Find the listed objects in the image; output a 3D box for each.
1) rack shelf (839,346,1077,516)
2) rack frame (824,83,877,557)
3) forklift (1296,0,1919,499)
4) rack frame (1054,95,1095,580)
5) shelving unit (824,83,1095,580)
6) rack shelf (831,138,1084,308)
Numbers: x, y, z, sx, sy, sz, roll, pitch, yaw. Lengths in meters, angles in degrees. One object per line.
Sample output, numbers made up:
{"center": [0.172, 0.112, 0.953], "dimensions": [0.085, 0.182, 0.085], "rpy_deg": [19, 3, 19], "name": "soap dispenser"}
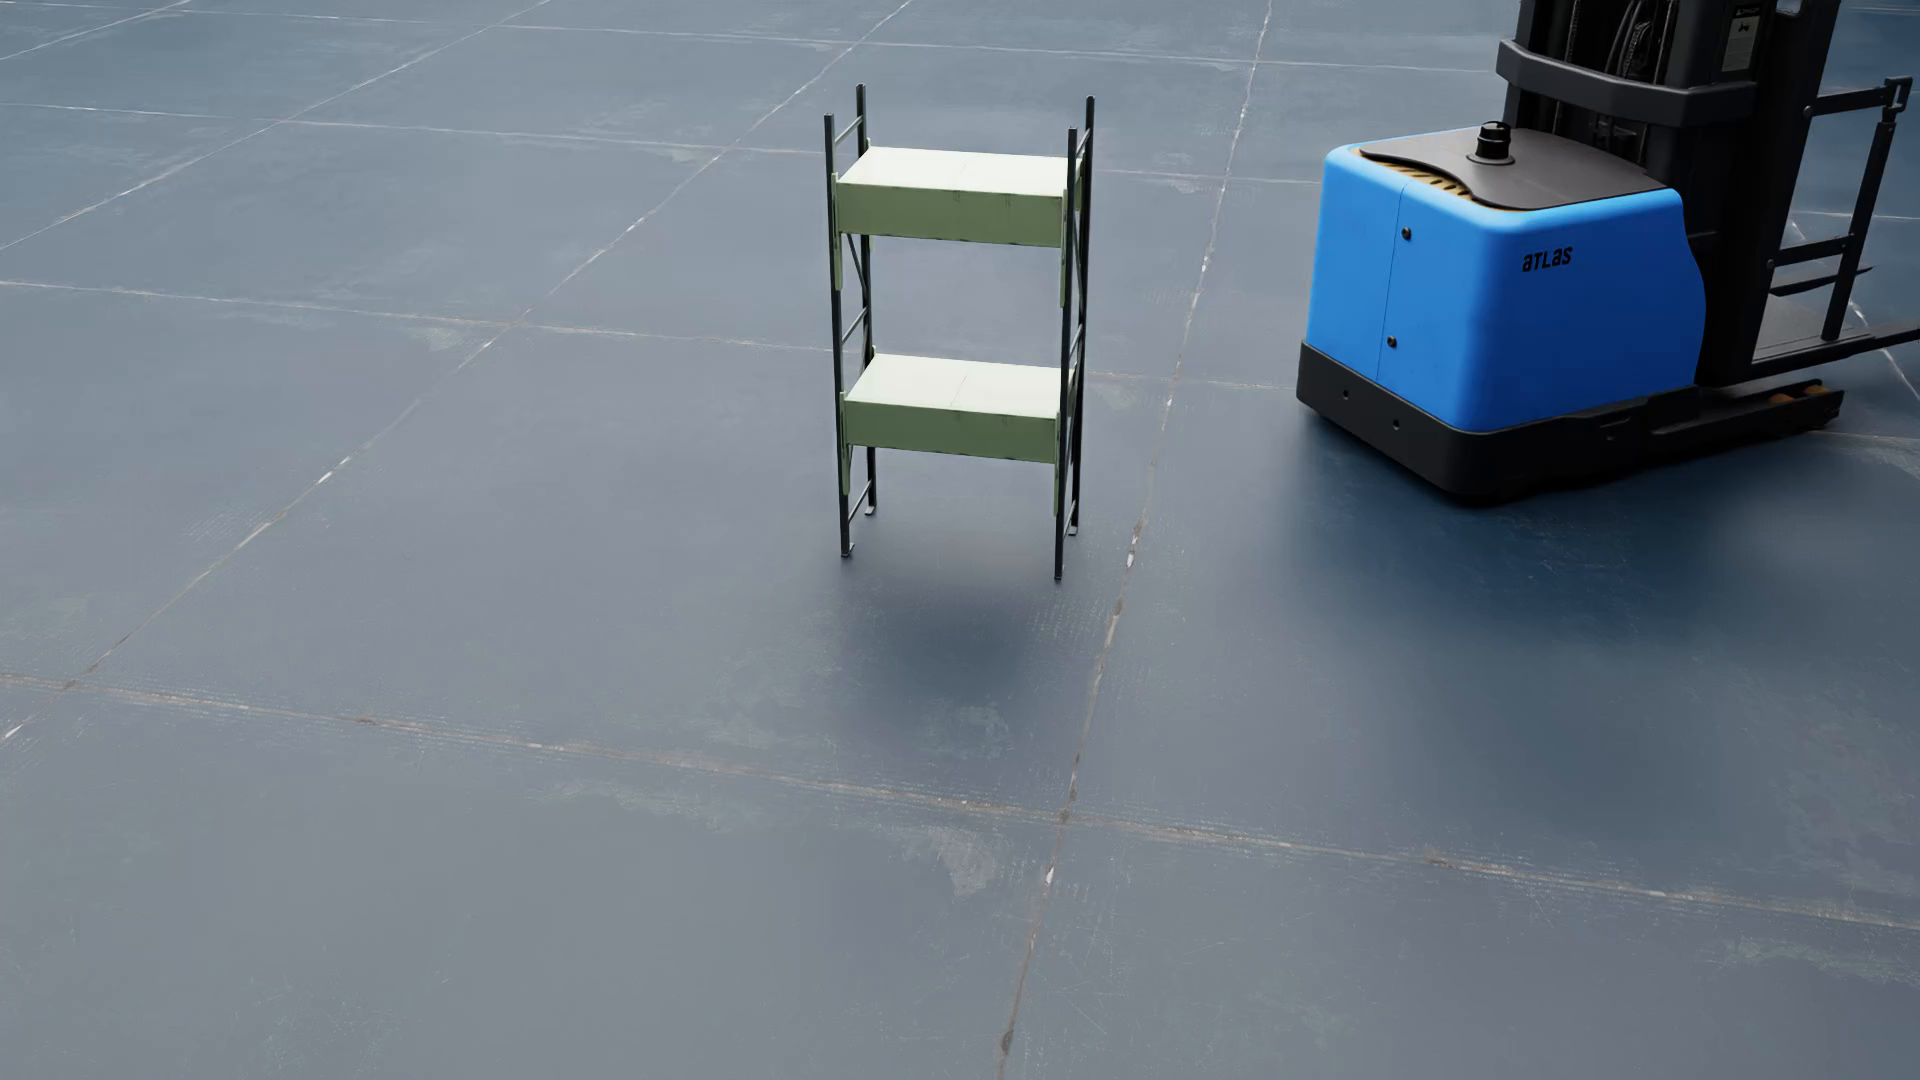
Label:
{"center": [0.007, -0.371, 5.545], "dimensions": [0.720, 0.370, 0.431], "rpy_deg": [6, 29, 11], "name": "rack shelf"}
{"center": [-0.351, -0.694, 5.456], "dimensions": [0.023, 1.500, 0.400], "rpy_deg": [6, 29, 11], "name": "rack frame"}
{"center": [2.901, -1.902, 6.172], "dimensions": [3.031, 2.935, 1.130], "rpy_deg": [-13, 31, -22], "name": "forklift"}
{"center": [0.364, -0.620, 5.322], "dimensions": [0.023, 1.500, 0.400], "rpy_deg": [6, 29, 11], "name": "rack frame"}
{"center": [0.007, -0.657, 5.389], "dimensions": [0.755, 1.500, 0.431], "rpy_deg": [6, 29, 11], "name": "shelving unit"}
{"center": [0.007, -1.000, 5.201], "dimensions": [0.720, 0.370, 0.431], "rpy_deg": [6, 29, 11], "name": "rack shelf"}
